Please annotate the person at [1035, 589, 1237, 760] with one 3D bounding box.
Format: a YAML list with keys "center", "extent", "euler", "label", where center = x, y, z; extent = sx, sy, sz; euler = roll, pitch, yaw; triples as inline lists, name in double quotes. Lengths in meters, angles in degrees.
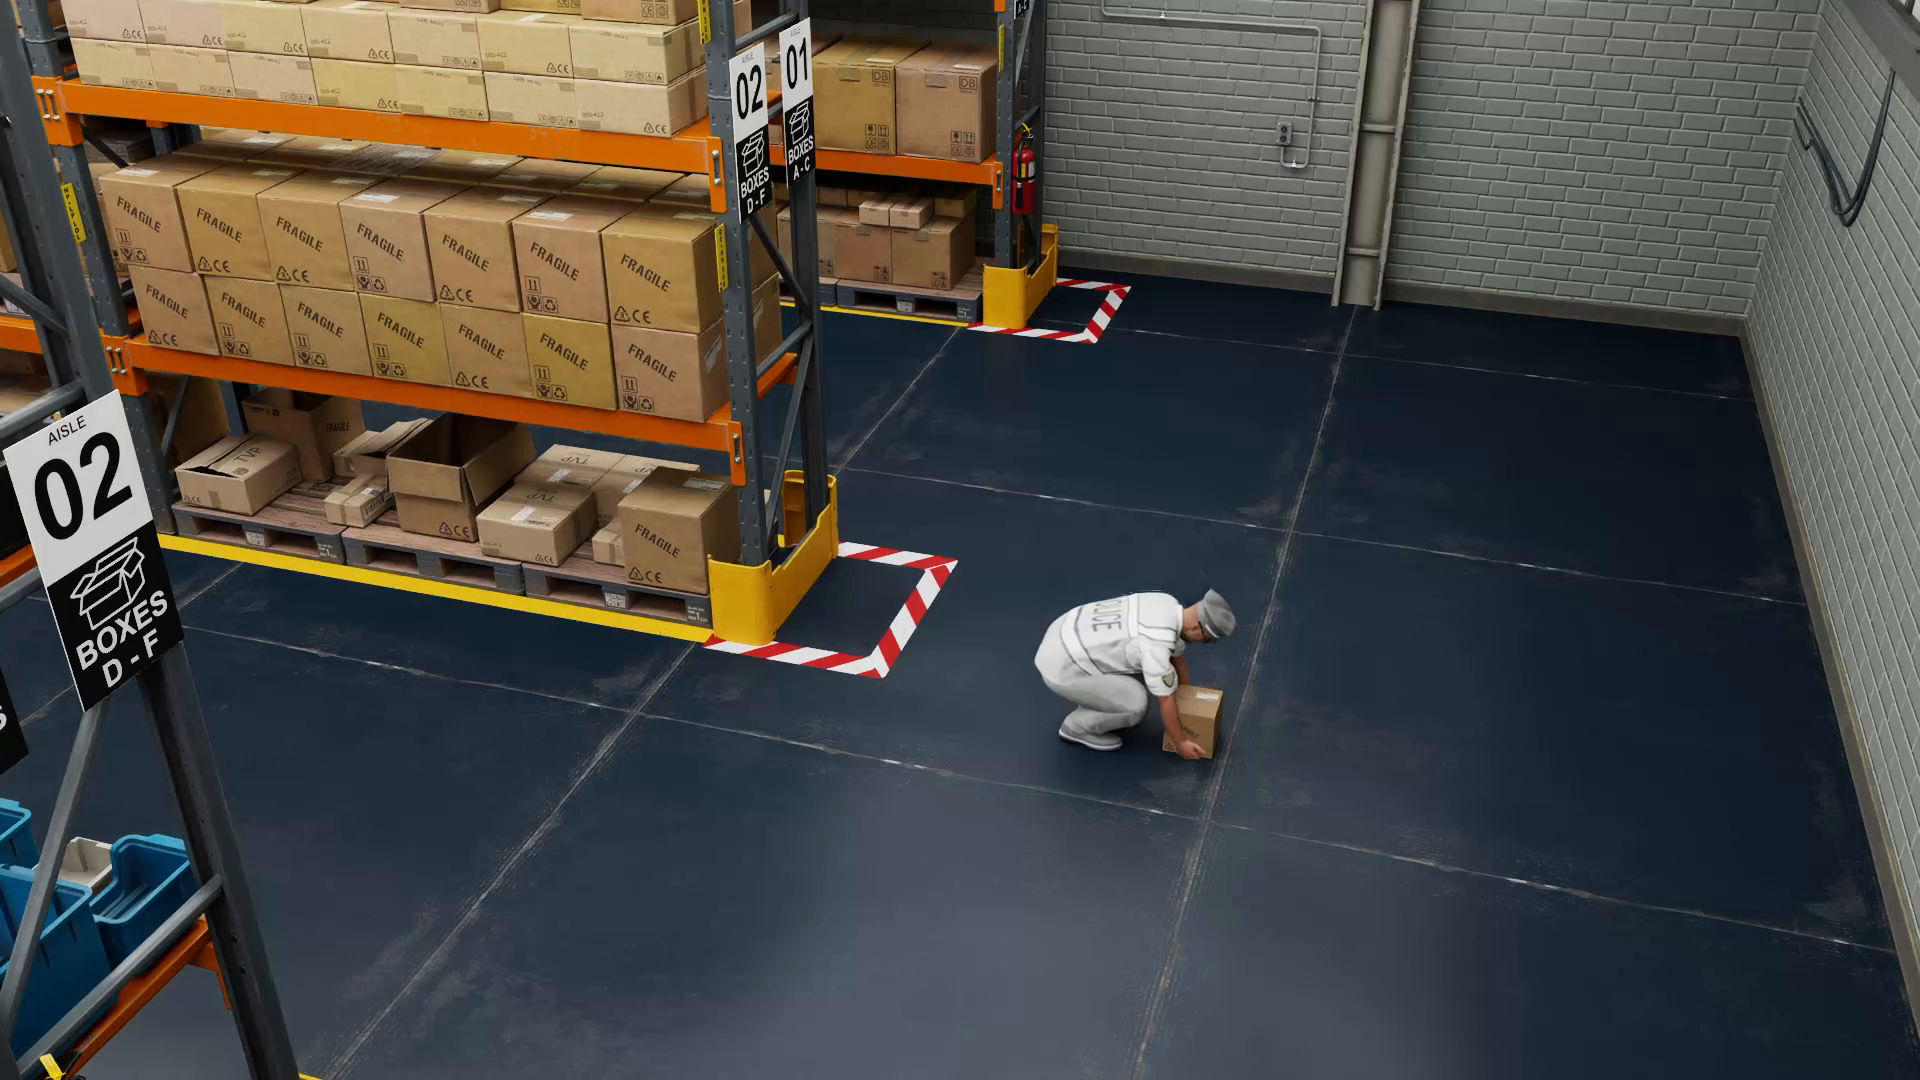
- center: [0.875, 0.640, 8.350]
  extent: [0.974, 0.898, 0.548]
  euler: [8, 30, 15]
  label: "person"
